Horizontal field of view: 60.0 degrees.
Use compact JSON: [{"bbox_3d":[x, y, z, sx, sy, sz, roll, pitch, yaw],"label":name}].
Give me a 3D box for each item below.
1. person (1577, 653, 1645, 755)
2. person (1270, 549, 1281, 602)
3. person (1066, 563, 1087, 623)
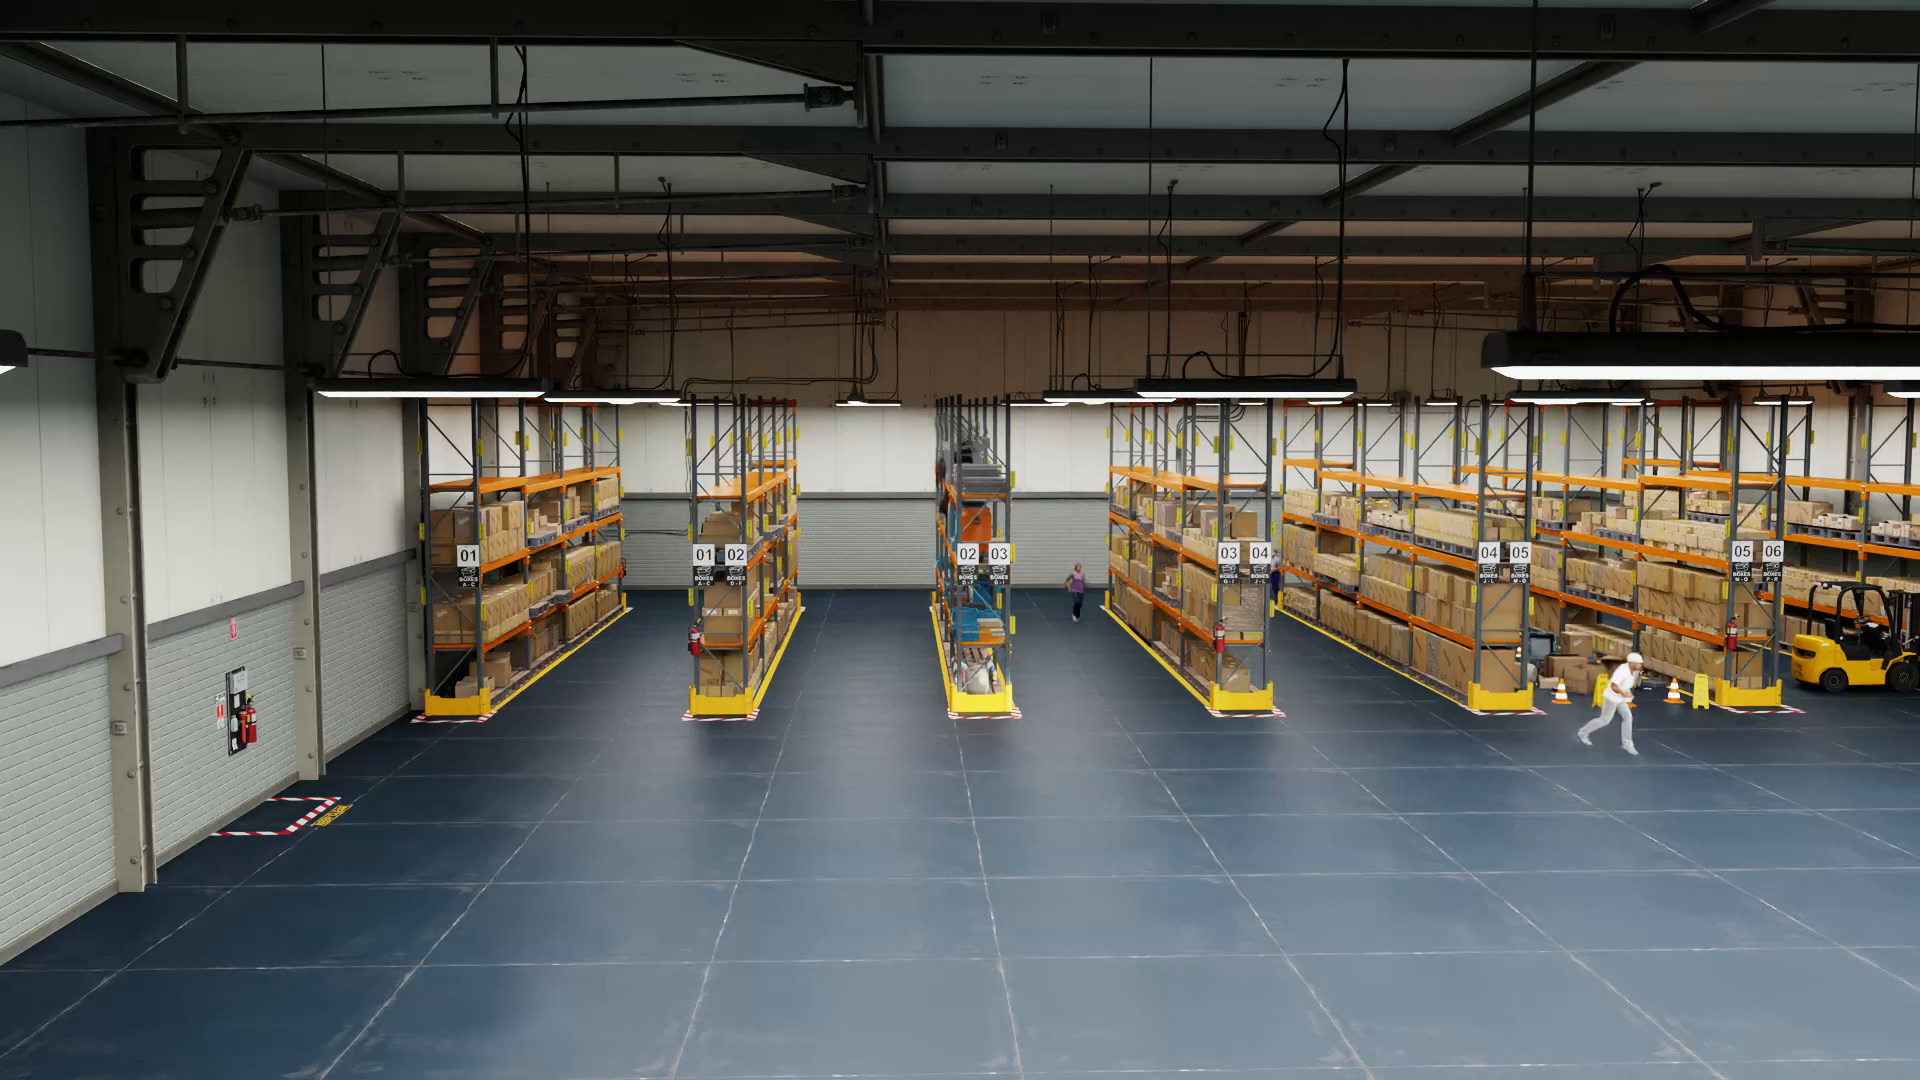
[{"bbox_3d":[10.890,2.713,27.831,1.057,1.715,0.744,3,5,34],"label":"person"},{"bbox_3d":[9.237,1.098,48.890,0.688,1.702,0.598,-4,6,-40],"label":"person"},{"bbox_3d":[3.145,1.418,44.533,0.505,1.592,0.662,-1,5,-15],"label":"person"}]
